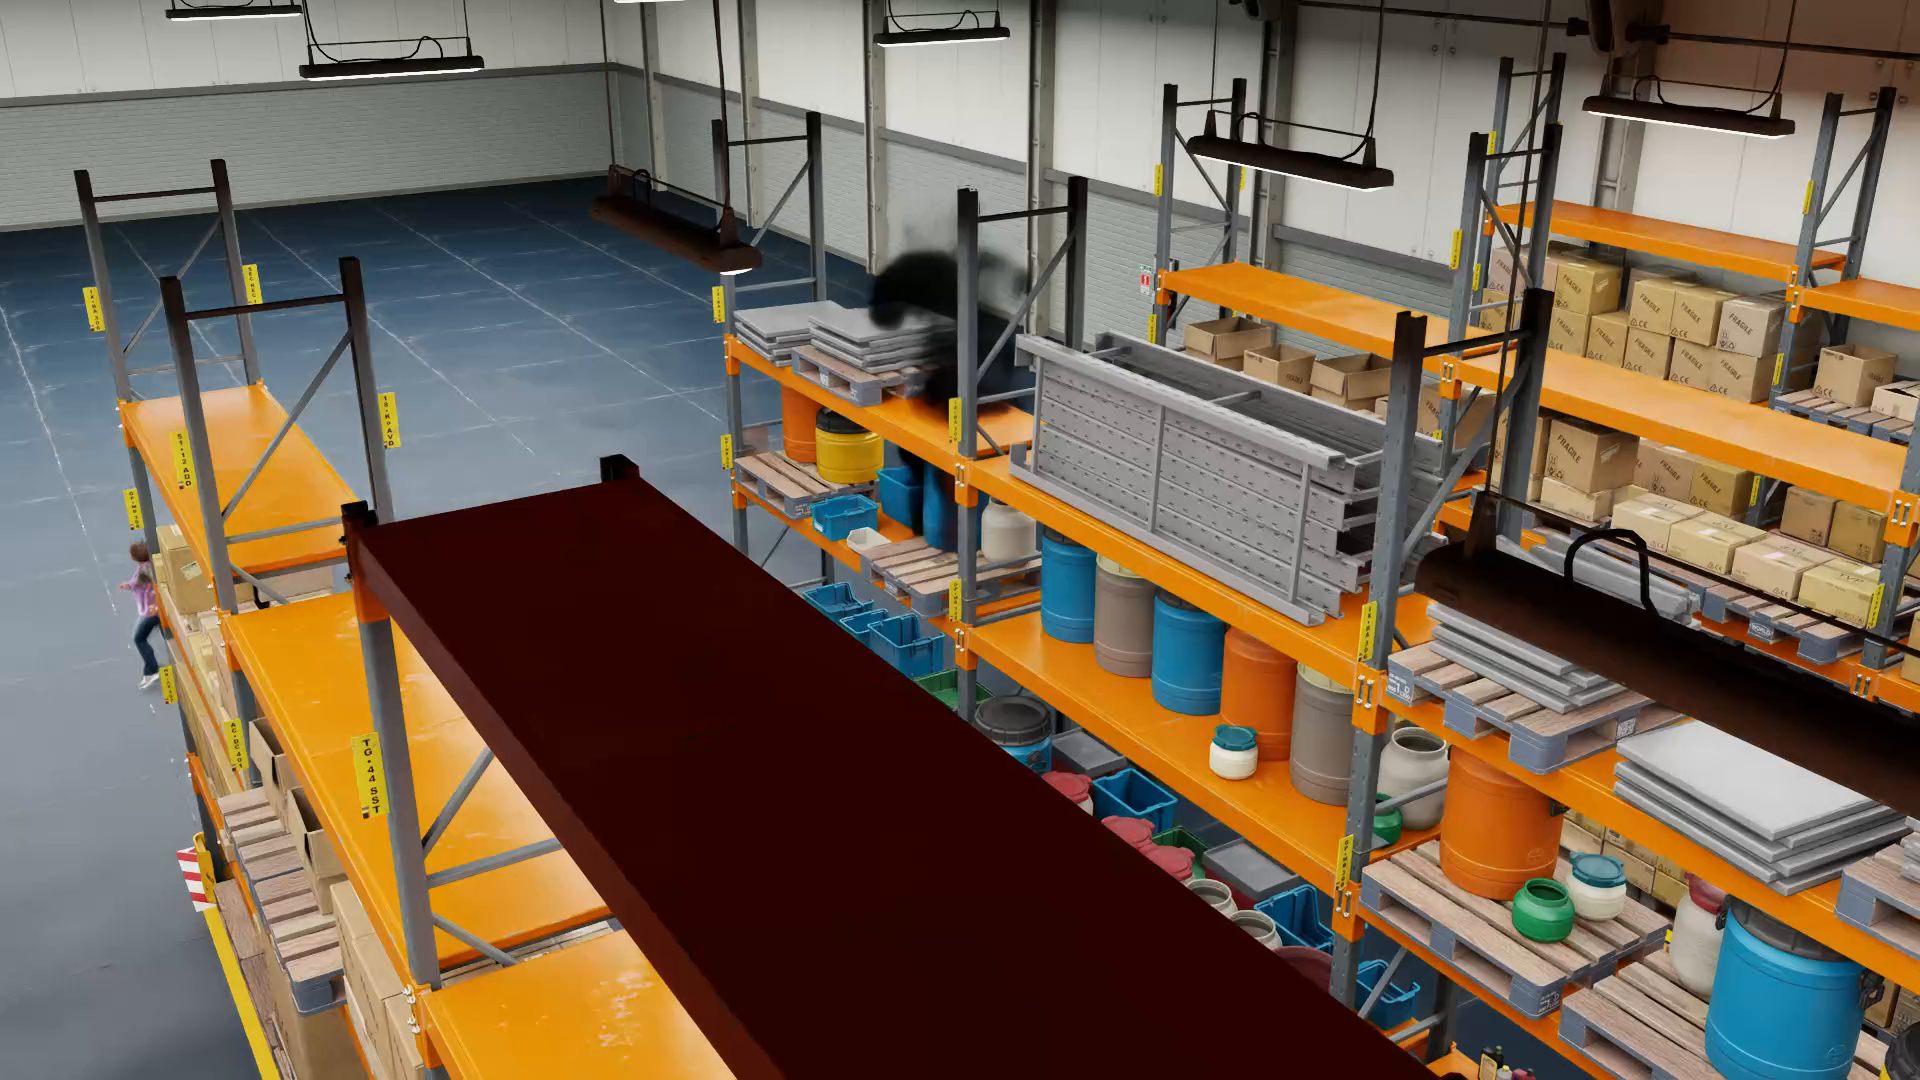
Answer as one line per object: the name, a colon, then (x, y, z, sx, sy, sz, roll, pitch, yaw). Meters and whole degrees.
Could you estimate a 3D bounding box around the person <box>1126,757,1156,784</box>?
person: (1.568, 1.654, 14.085, 0.694, 1.838, 0.834, -12, 25, -28)

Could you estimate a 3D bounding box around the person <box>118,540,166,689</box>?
person: (-8.356, 0.764, 17.329, 0.729, 1.637, 0.525, -1, 22, -2)
